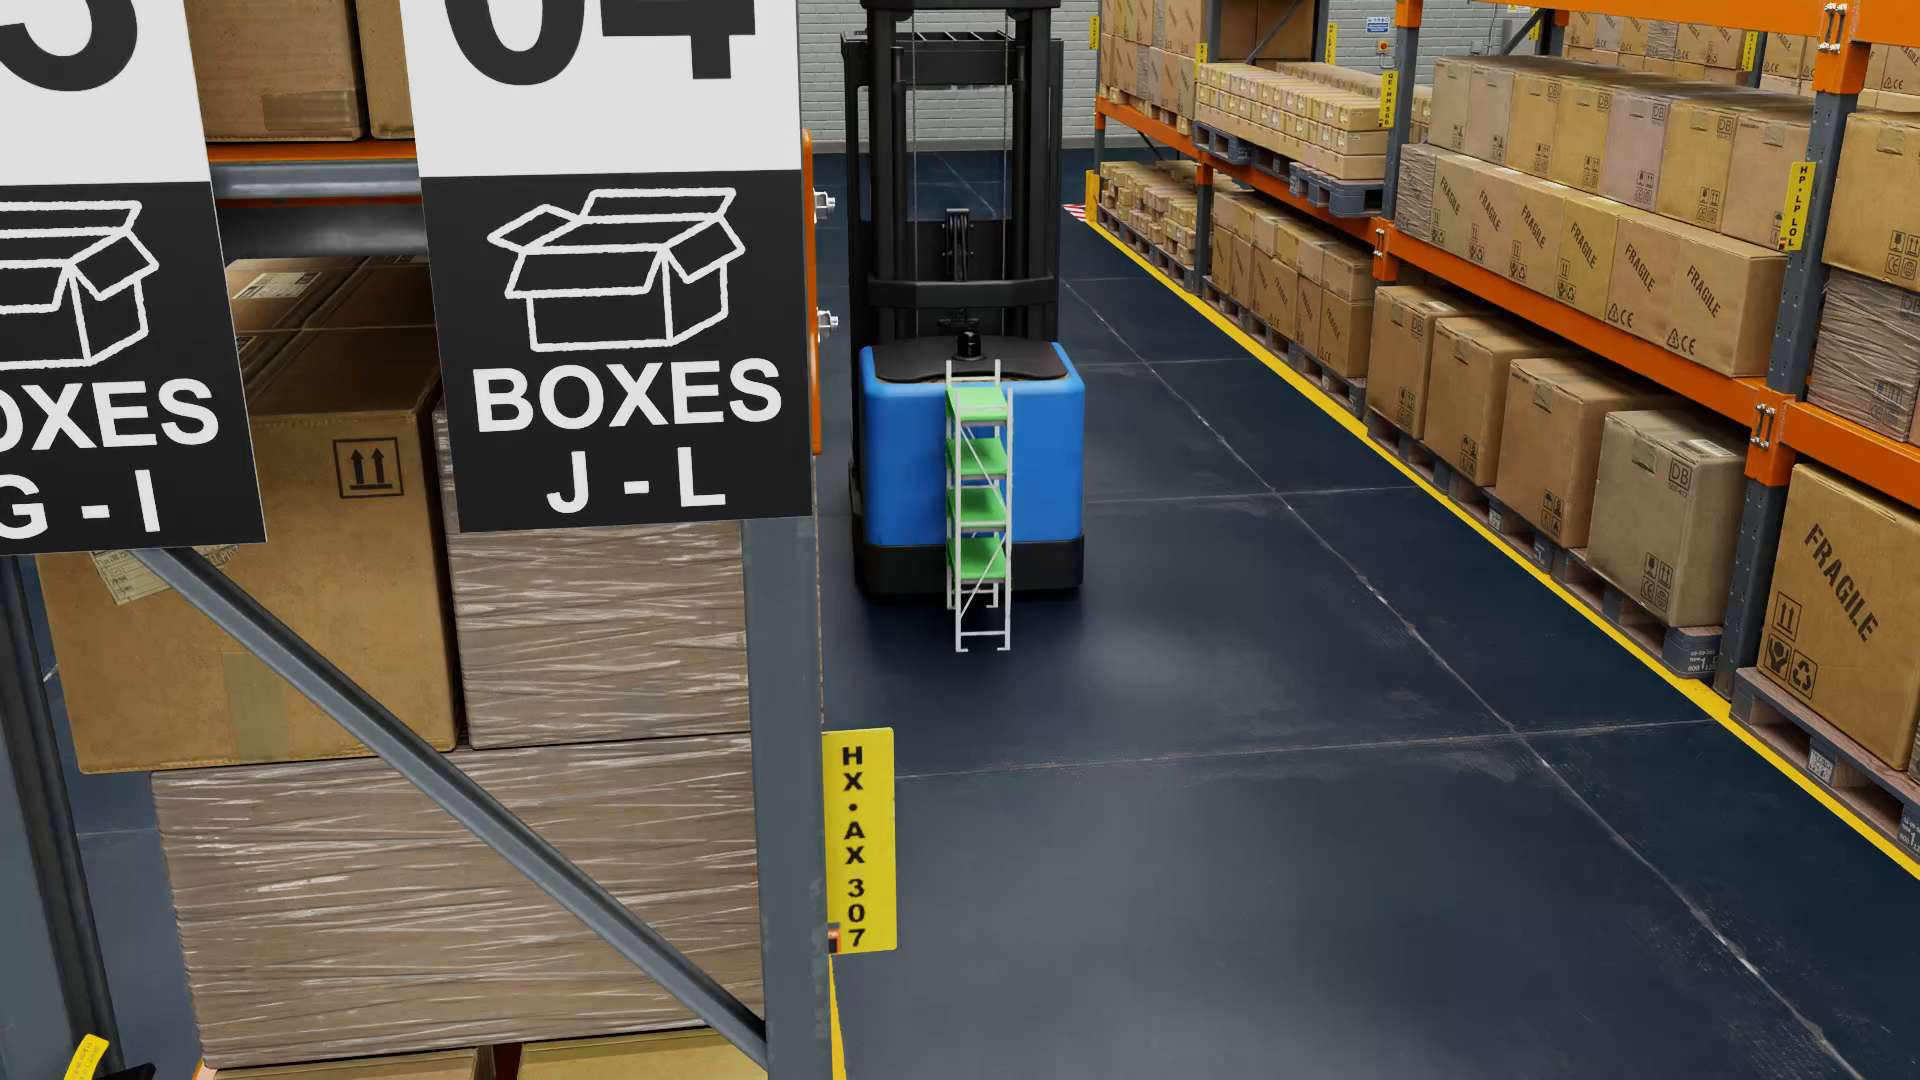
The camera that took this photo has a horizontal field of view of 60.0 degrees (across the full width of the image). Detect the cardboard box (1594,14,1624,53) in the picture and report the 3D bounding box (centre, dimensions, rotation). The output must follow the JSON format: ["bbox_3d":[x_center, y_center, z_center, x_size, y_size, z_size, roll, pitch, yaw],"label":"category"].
[{"bbox_3d":[6.780,-5.193,16.761,0.500,0.500,0.500,-3,21,-8],"label":"cardboard box"}]

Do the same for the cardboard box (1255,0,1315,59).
[{"bbox_3d":[2.698,-4.368,14.128,0.500,0.500,0.500,-2,21,-6],"label":"cardboard box"}]

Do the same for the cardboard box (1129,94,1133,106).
[{"bbox_3d":[1.905,-4.419,16.620,0.380,0.149,0.250,-2,21,-5],"label":"cardboard box"}]

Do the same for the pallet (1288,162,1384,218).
[{"bbox_3d":[2.891,-2.312,10.893,1.213,0.211,1.003,-3,21,-8],"label":"pallet"}]

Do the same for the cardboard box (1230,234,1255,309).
[{"bbox_3d":[2.444,-2.119,13.074,0.500,0.500,0.500,-2,21,-5],"label":"cardboard box"}]

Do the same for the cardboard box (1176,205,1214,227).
[{"bbox_3d":[2.137,-2.882,14.768,0.380,0.149,0.250,-3,21,-7],"label":"cardboard box"}]

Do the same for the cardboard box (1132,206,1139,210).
[{"bbox_3d":[1.925,-3.244,16.589,0.380,0.149,0.250,-3,21,-8],"label":"cardboard box"}]

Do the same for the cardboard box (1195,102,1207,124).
[{"bbox_3d":[2.124,-3.465,13.464,0.380,0.149,0.250,-4,21,-10],"label":"cardboard box"}]

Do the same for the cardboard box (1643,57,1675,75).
[{"bbox_3d":[6.920,-4.376,16.001,0.500,0.500,0.500,-3,21,-9],"label":"cardboard box"}]

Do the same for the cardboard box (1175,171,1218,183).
[{"bbox_3d":[2.390,-3.634,16.782,0.380,0.149,0.250,-4,21,-10],"label":"cardboard box"}]

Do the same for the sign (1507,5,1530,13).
[{"bbox_3d":[8.009,-7.677,23.804,0.339,0.242,0.001,-3,21,-8],"label":"sign"}]

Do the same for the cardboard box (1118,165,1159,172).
[{"bbox_3d":[1.844,-3.782,17.179,0.380,0.149,0.250,-3,21,-7],"label":"cardboard box"}]

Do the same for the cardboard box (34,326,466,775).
[{"bbox_3d":[-0.994,-0.008,2.453,0.500,0.500,0.500,-3,21,-8],"label":"cardboard box"}]

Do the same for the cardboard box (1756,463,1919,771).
[{"bbox_3d":[3.697,0.245,6.211,0.875,0.875,0.875,-3,21,-7],"label":"cardboard box"}]

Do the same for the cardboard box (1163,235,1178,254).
[{"bbox_3d":[2.072,-2.707,15.152,0.380,0.149,0.250,-4,21,-10],"label":"cardboard box"}]

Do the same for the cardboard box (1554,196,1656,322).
[{"bbox_3d":[3.190,-1.339,7.872,0.500,0.500,0.500,-3,21,-7],"label":"cardboard box"}]

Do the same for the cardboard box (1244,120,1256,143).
[{"bbox_3d":[2.318,-3.013,12.254,0.380,0.149,0.250,-3,21,-9],"label":"cardboard box"}]

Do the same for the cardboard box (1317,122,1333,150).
[{"bbox_3d":[2.537,-2.619,10.775,0.380,0.149,0.250,-2,21,-6],"label":"cardboard box"}]

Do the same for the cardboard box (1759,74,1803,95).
[{"bbox_3d":[7.190,-3.827,14.176,0.500,0.250,0.500,-4,21,-9],"label":"cardboard box"}]

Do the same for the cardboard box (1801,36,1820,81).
[{"bbox_3d":[7.286,-4.004,13.576,0.500,0.500,0.500,-3,21,-8],"label":"cardboard box"}]

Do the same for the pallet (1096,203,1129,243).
[{"bbox_3d":[2.039,-3.314,17.289,1.003,0.211,1.213,-3,21,-8],"label":"pallet"}]

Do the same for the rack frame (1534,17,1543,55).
[{"bbox_3d":[6.830,-5.215,18.391,1.000,3.000,0.127,-3,21,-8],"label":"rack frame"}]

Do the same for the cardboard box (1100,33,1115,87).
[{"bbox_3d":[1.737,-4.947,17.106,0.500,0.500,0.500,-2,21,-5],"label":"cardboard box"}]

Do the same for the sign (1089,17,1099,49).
[{"bbox_3d":[1.409,-5.308,17.404,0.100,0.325,0.005,-3,21,-8],"label":"sign"}]

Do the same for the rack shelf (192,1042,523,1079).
[{"bbox_3d":[-0.959,0.469,4.201,1.077,0.370,4.000,-3,21,-8],"label":"rack shelf"}]

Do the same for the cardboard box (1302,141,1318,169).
[{"bbox_3d":[2.501,-2.562,11.048,0.380,0.149,0.250,-3,21,-7],"label":"cardboard box"}]

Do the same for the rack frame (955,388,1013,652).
[{"bbox_3d":[0.101,-0.070,7.190,0.240,1.200,0.015,-2,21,-5],"label":"rack frame"}]

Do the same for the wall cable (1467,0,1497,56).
[{"bbox_3d":[7.395,-7.717,23.640,0.588,1.984,0.122,-3,21,-8],"label":"wall cable"}]

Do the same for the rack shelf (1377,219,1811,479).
[{"bbox_3d":[3.387,-1.131,8.485,1.077,0.370,4.000,-3,21,-8],"label":"rack shelf"}]

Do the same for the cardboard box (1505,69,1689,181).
[{"bbox_3d":[3.304,-2.167,8.659,0.700,0.500,0.500,-3,21,-9],"label":"cardboard box"}]

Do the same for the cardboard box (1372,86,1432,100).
[{"bbox_3d":[3.073,-3.051,11.507,0.380,0.149,0.250,-2,21,-5],"label":"cardboard box"}]

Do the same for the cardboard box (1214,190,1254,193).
[{"bbox_3d":[2.595,-3.180,15.566,0.380,0.149,0.250,-2,21,-7],"label":"cardboard box"}]

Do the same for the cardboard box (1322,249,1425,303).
[{"bbox_3d":[2.741,-1.761,11.044,0.500,0.250,0.500,-3,21,-9],"label":"cardboard box"}]

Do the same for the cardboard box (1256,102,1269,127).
[{"bbox_3d":[2.352,-3.063,11.963,0.380,0.149,0.250,-3,21,-9],"label":"cardboard box"}]

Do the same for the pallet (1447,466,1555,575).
[{"bbox_3d":[3.311,-0.156,8.831,1.003,0.211,1.213,-3,21,-8],"label":"pallet"}]

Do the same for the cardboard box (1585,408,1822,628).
[{"bbox_3d":[3.497,-0.129,7.388,1.050,0.750,0.750,-3,21,-8],"label":"cardboard box"}]

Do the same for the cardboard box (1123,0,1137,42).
[{"bbox_3d":[1.880,-5.060,15.980,0.500,0.500,0.500,-3,21,-9],"label":"cardboard box"}]

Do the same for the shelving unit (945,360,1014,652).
[{"bbox_3d":[0.080,-0.156,7.418,0.258,1.200,0.503,-2,21,-5],"label":"shelving unit"}]

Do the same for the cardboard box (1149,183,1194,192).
[{"bbox_3d":[2.025,-3.335,15.981,0.380,0.149,0.250,-3,21,-8],"label":"cardboard box"}]

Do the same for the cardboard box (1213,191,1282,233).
[{"bbox_3d":[2.367,-2.653,13.433,0.500,0.250,0.500,-4,21,-10],"label":"cardboard box"}]

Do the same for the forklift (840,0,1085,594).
[{"bbox_3d":[-0.053,-1.590,8.784,1.130,2.935,3.031,-2,21,-5],"label":"forklift"}]

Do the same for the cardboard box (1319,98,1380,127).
[{"bbox_3d":[2.541,-2.752,10.705,0.380,0.149,0.250,-3,21,-8],"label":"cardboard box"}]

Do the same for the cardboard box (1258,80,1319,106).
[{"bbox_3d":[2.354,-3.203,11.912,0.380,0.149,0.250,-2,21,-6],"label":"cardboard box"}]

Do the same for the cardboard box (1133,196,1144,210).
[{"bbox_3d":[1.936,-3.377,16.520,0.380,0.149,0.250,-4,21,-10],"label":"cardboard box"}]

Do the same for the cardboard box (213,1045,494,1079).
[{"bbox_3d":[-0.916,0.854,2.501,0.380,0.149,0.250,-3,21,-8],"label":"cardboard box"}]

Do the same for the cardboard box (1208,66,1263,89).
[{"bbox_3d":[2.170,-3.647,13.102,0.380,0.149,0.250,-2,21,-6],"label":"cardboard box"}]

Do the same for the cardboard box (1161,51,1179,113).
[{"bbox_3d":[2.099,-4.064,14.743,0.500,0.500,0.500,-3,21,-9],"label":"cardboard box"}]

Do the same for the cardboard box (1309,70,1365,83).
[{"bbox_3d":[2.886,-3.500,12.710,0.380,0.149,0.250,-3,21,-8],"label":"cardboard box"}]

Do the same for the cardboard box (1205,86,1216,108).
[{"bbox_3d":[2.163,-3.514,13.172,0.380,0.149,0.250,-3,21,-9],"label":"cardboard box"}]
